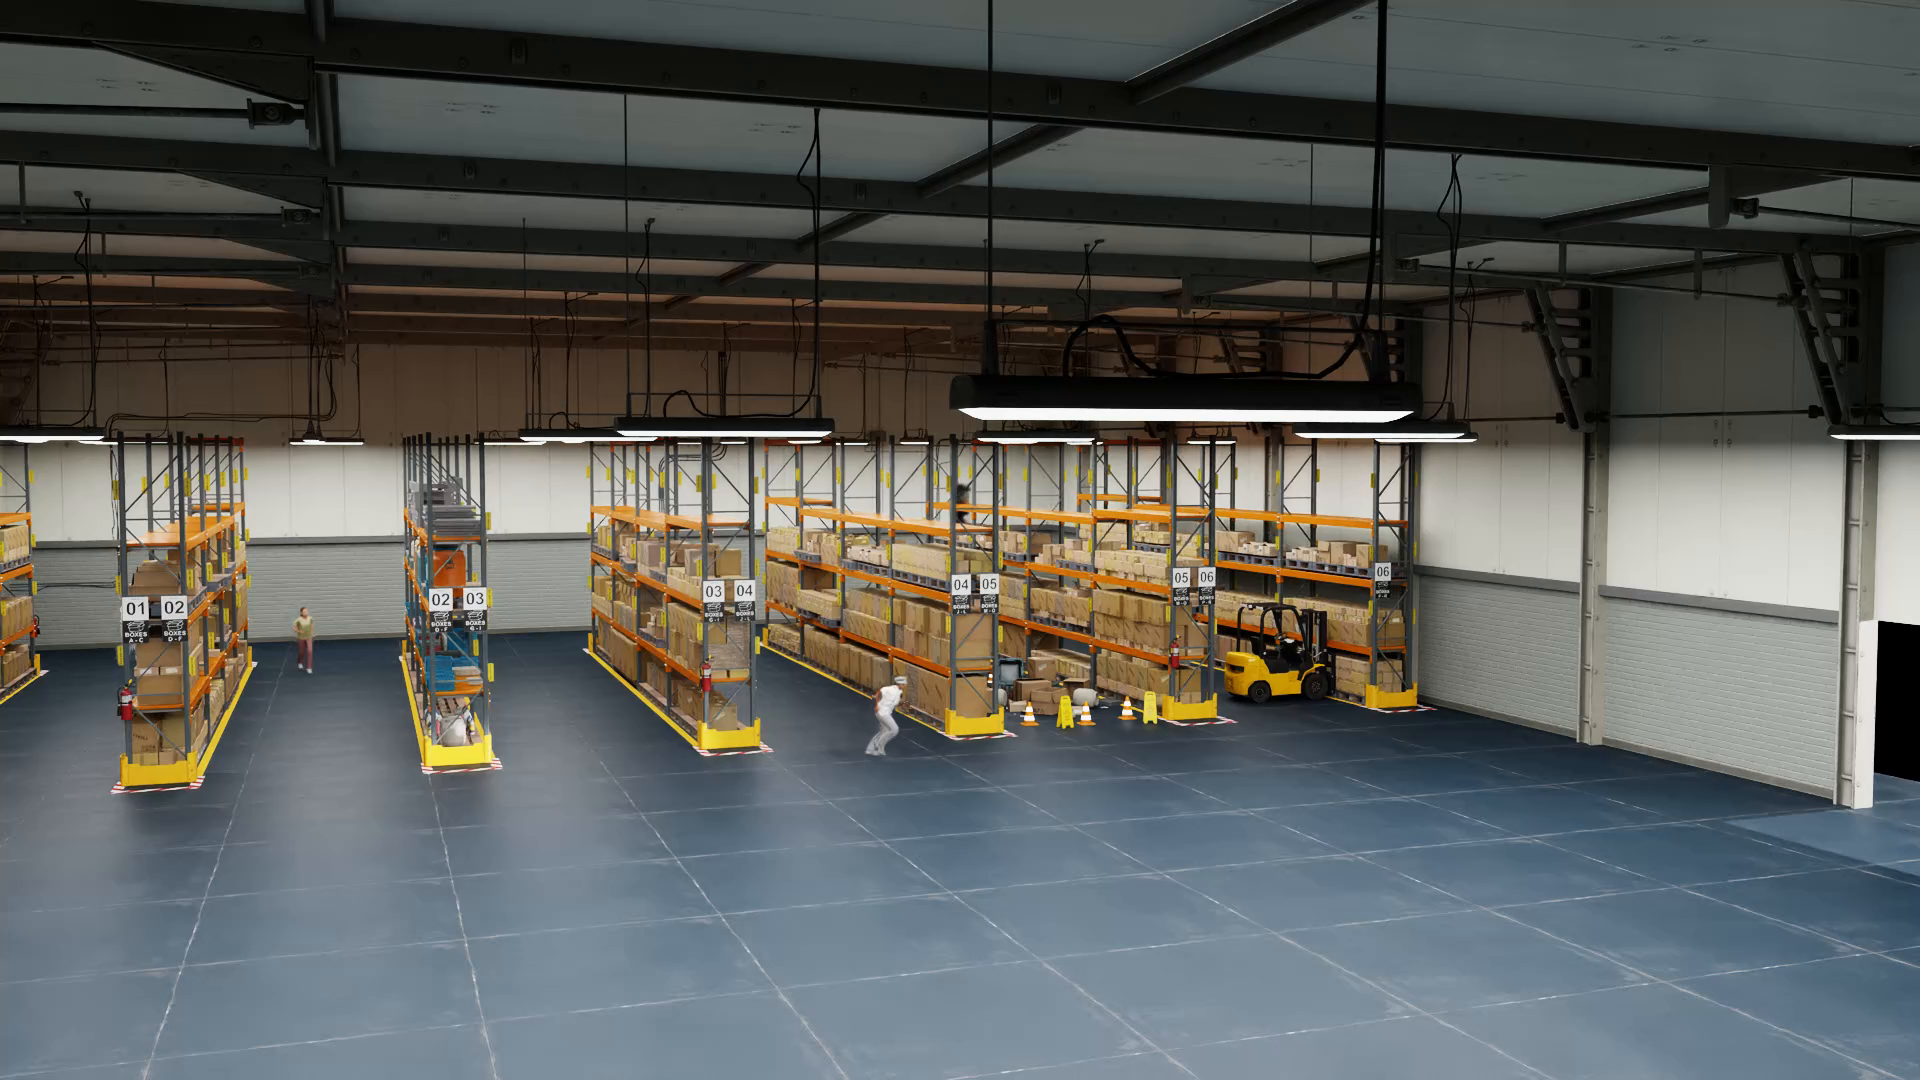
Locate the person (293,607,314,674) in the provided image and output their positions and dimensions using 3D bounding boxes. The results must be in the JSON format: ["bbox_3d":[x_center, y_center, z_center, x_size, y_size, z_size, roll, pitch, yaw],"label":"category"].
[{"bbox_3d":[-16.756,2.539,42.452,0.547,1.674,0.939,-2,4,-33],"label":"person"}]

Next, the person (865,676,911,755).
[{"bbox_3d":[-1.352,3.260,30.758,0.896,1.492,0.606,1,3,18],"label":"person"}]
